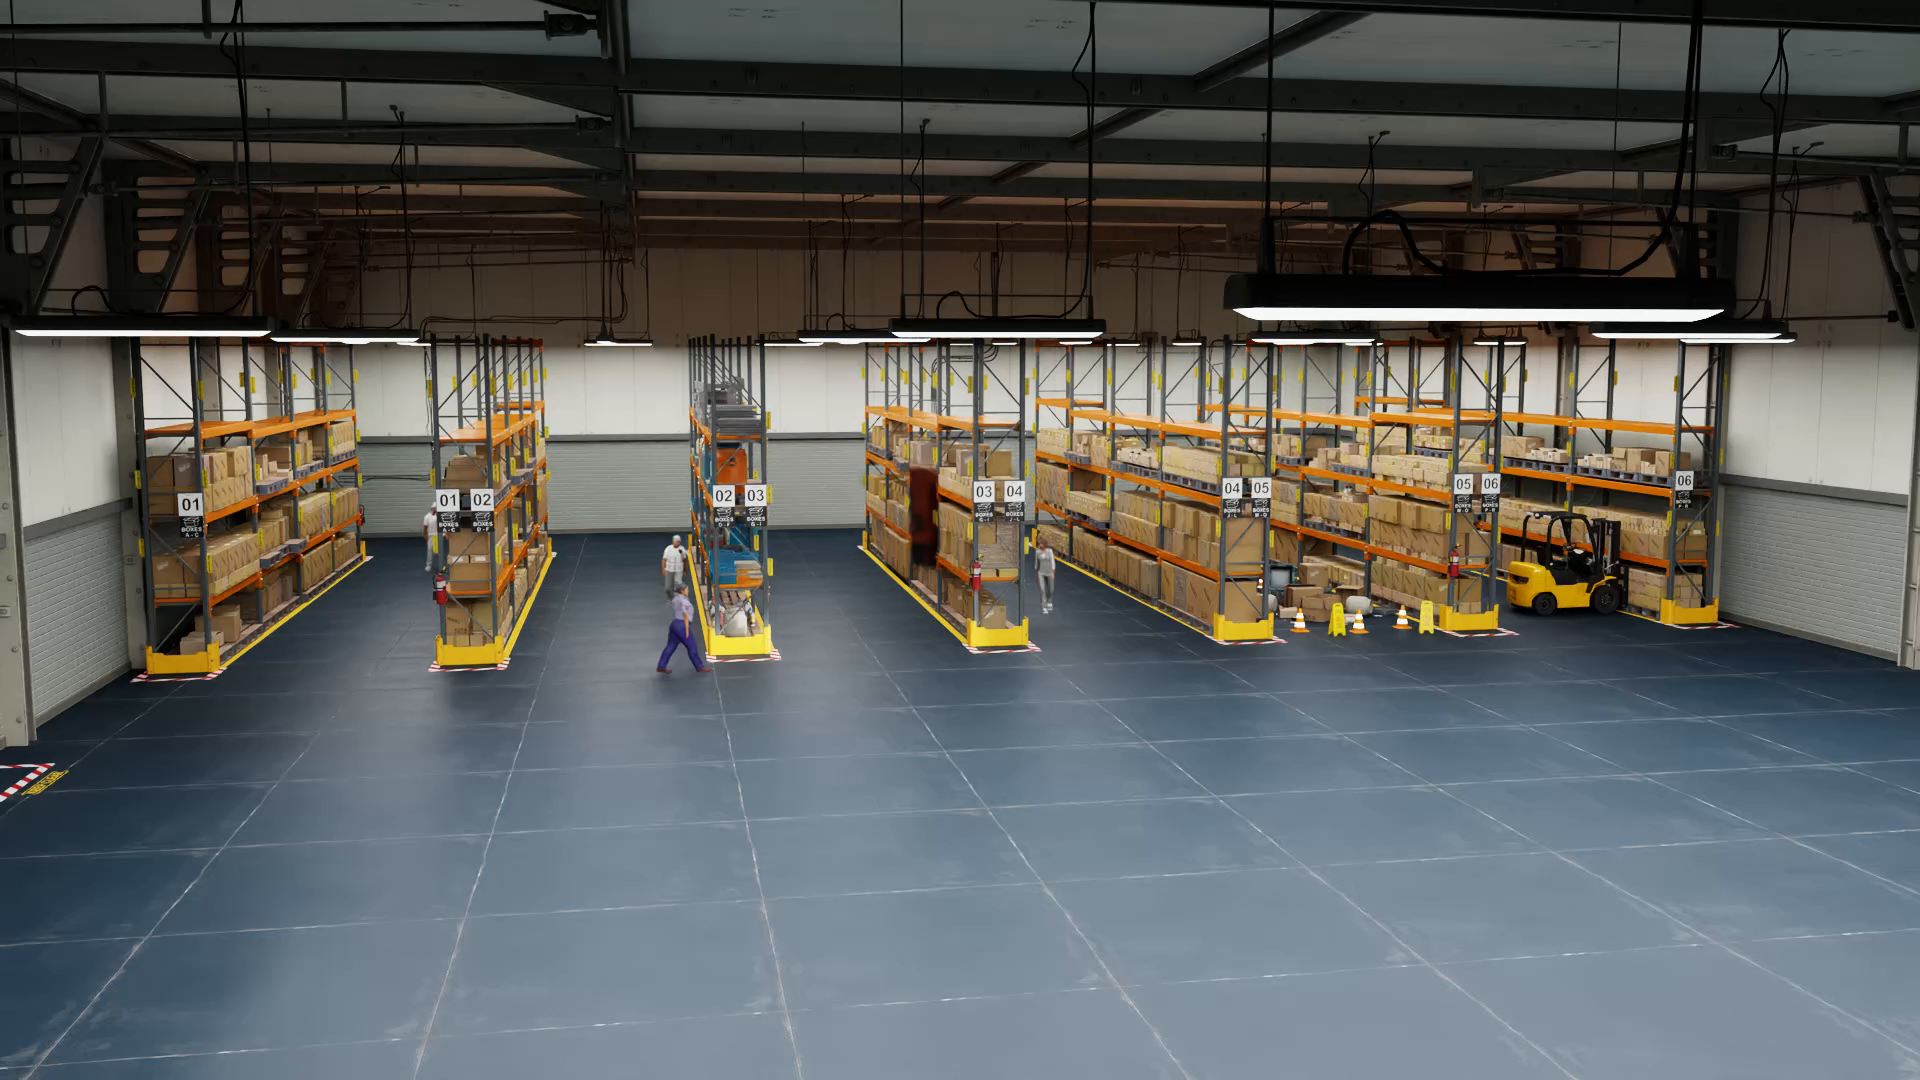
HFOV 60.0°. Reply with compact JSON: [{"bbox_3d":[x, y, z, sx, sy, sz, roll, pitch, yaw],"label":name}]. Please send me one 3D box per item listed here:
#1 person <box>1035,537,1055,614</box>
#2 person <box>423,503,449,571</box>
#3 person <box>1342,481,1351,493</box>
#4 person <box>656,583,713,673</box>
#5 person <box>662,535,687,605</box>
[{"bbox_3d":[1.759,0.719,34.376,0.420,1.548,0.787,0,7,1],"label":"person"},{"bbox_3d":[-13.652,-0.114,43.306,0.688,1.724,1.005,0,7,-3],"label":"person"},{"bbox_3d":[12.182,-1.082,52.049,0.675,1.659,0.481,-1,7,-9],"label":"person"},{"bbox_3d":[-4.869,1.552,29.307,0.947,1.591,0.510,-4,7,-29],"label":"person"},{"bbox_3d":[-6.306,0.714,36.806,0.560,1.655,0.790,-2,7,-14],"label":"person"}]
